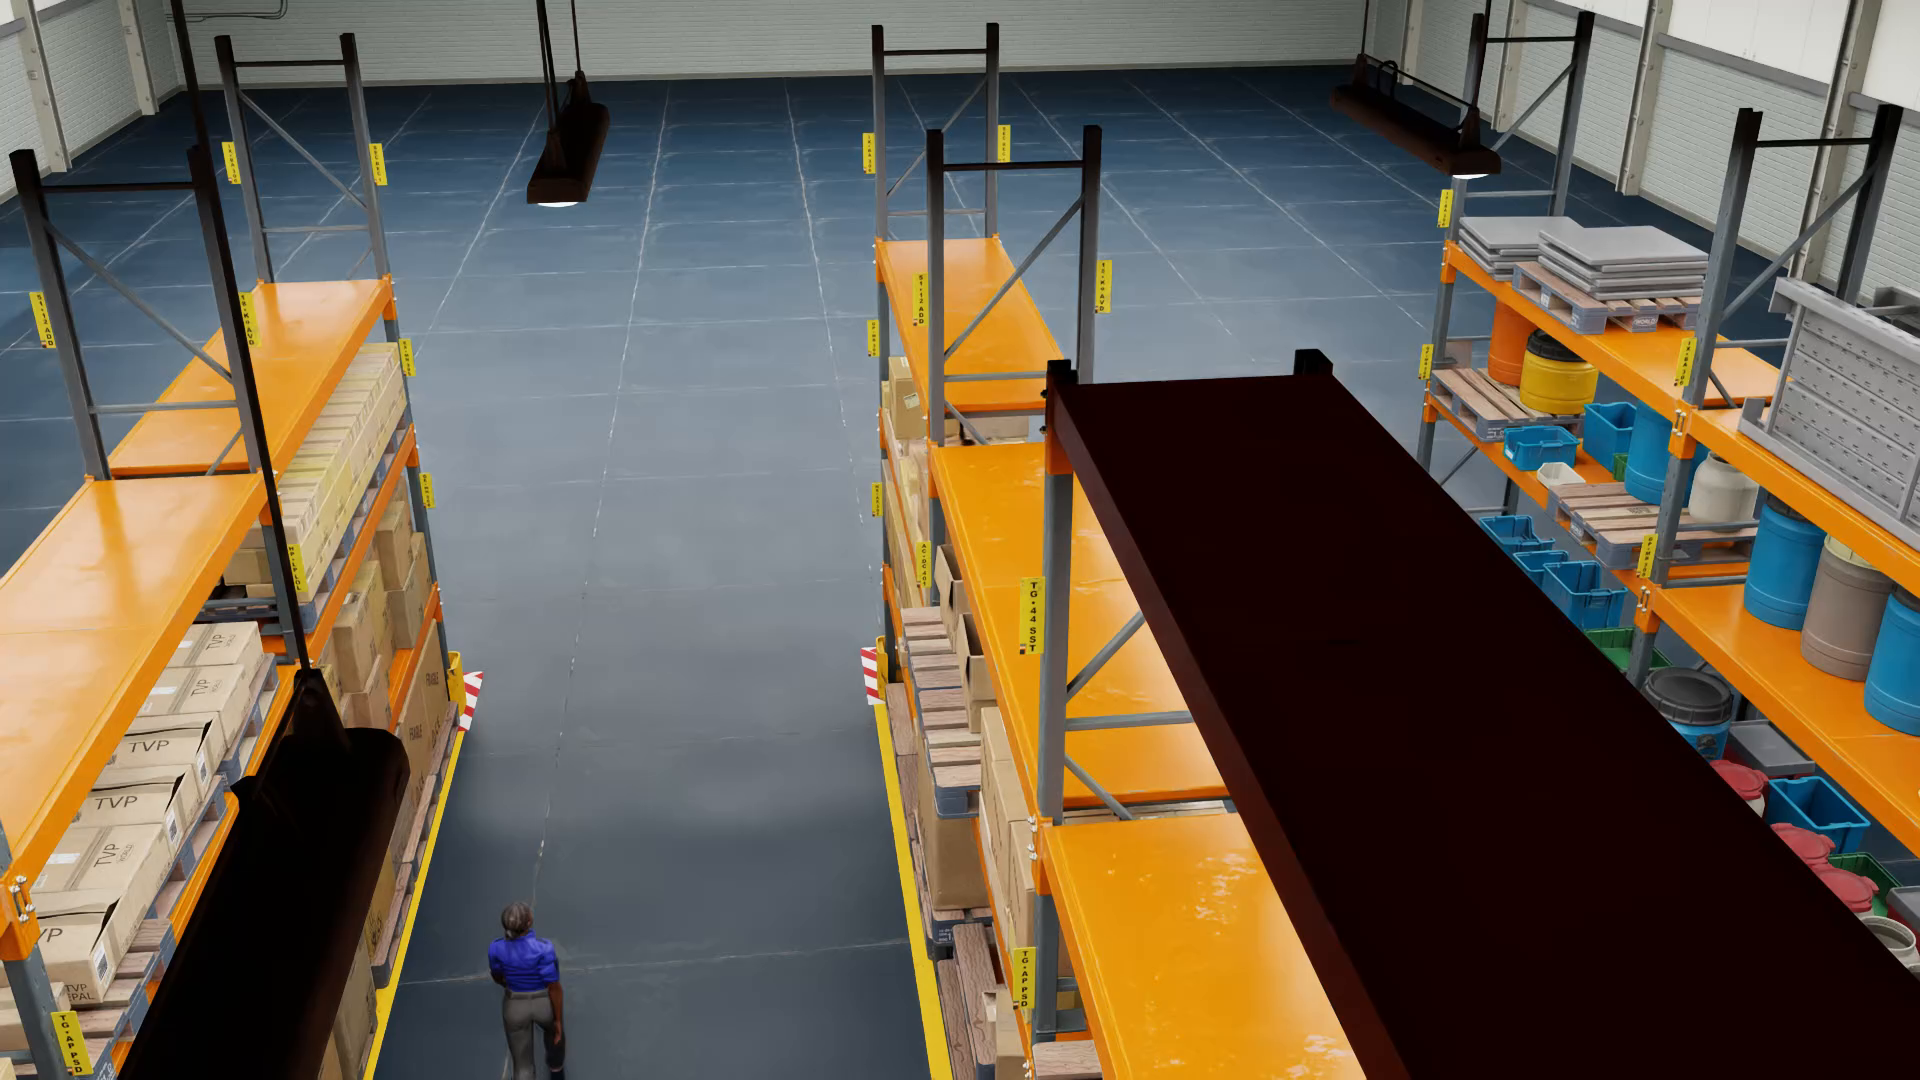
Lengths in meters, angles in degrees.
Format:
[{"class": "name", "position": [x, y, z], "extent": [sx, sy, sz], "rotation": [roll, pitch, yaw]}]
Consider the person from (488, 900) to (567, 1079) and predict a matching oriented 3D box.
[{"class": "person", "position": [-2.711, 2.921, 10.487], "extent": [0.446, 1.591, 1.033], "rotation": [-5, 26, -9]}]
